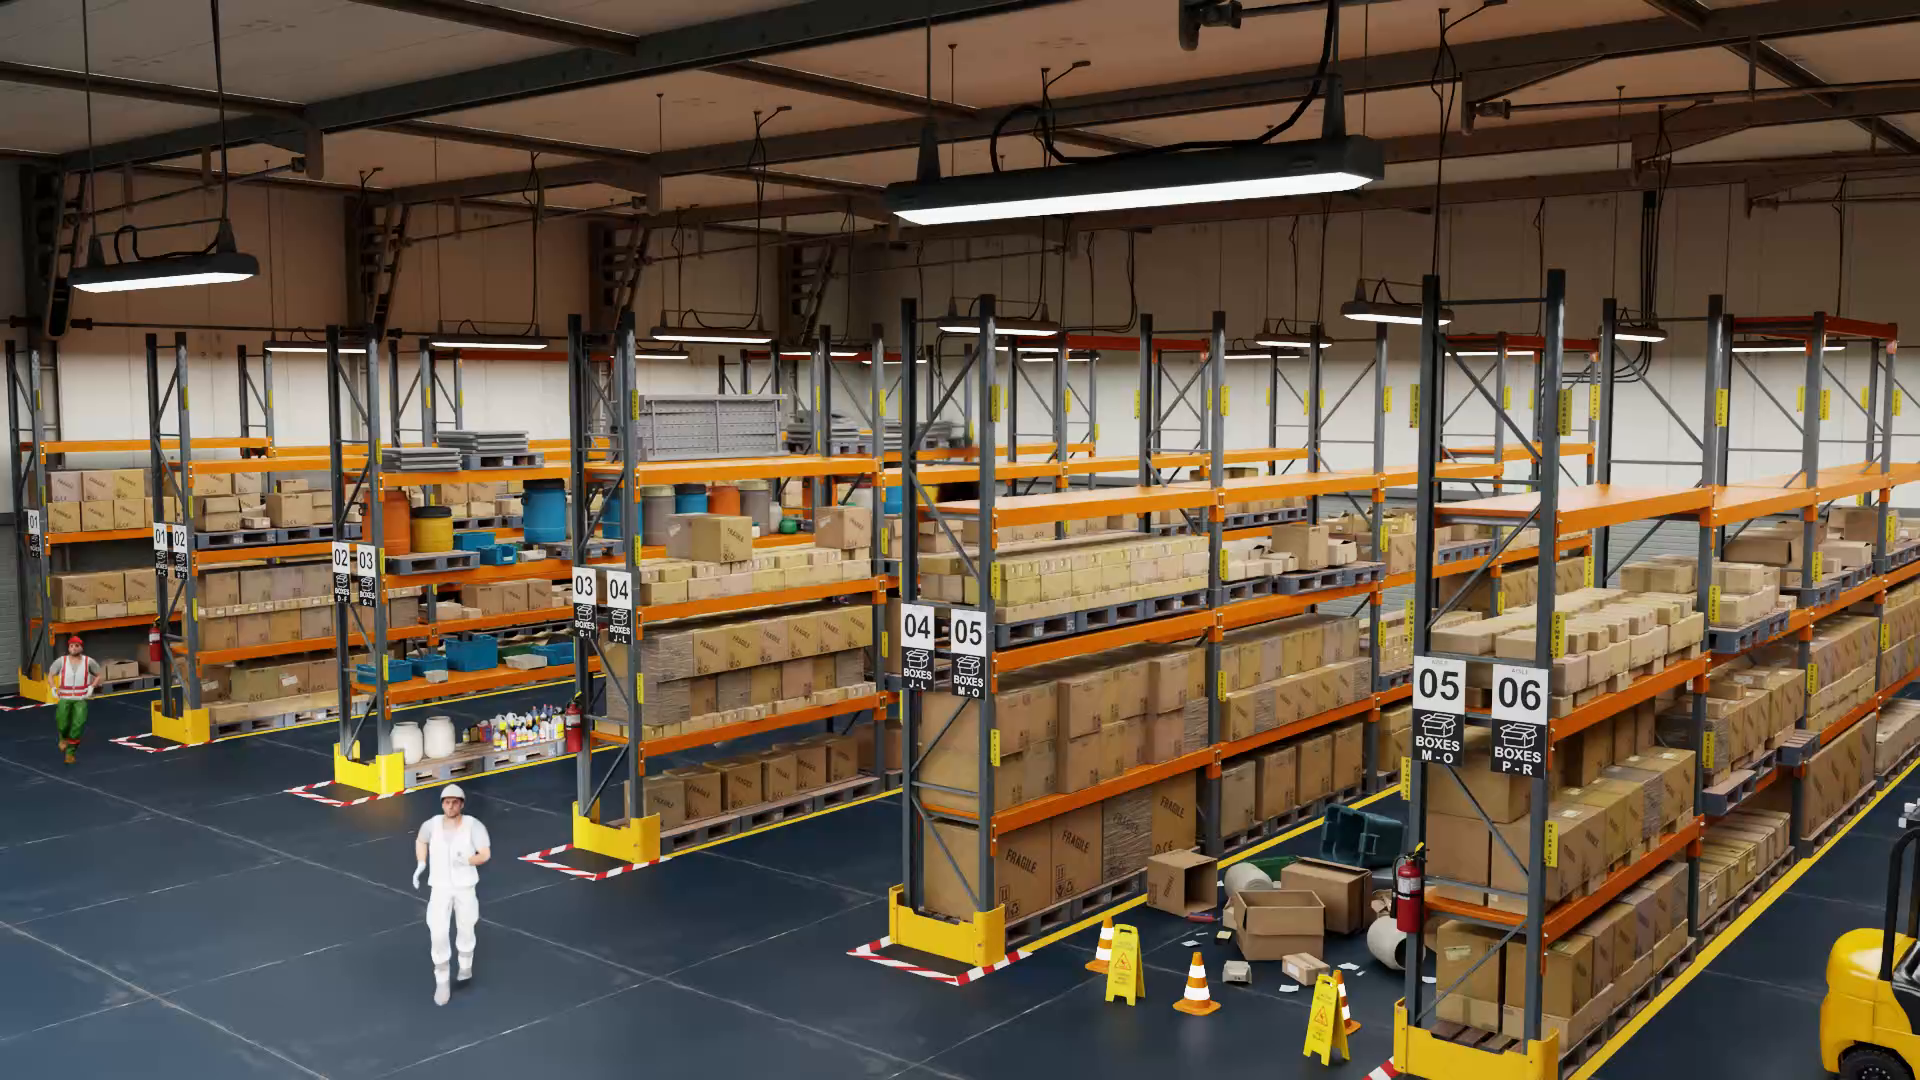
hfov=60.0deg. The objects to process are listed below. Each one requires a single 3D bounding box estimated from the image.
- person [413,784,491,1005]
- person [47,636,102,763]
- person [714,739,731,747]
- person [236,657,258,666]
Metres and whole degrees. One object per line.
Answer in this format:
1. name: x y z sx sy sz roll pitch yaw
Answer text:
1. person: -4.335 2.996 14.203 0.649 1.831 0.763 -1 5 -13
2. person: -12.388 2.210 23.298 0.680 1.742 0.632 -3 6 -26
3. person: -3.316 2.028 22.578 0.596 1.643 0.710 3 6 33
4. person: -11.628 1.927 27.277 0.524 1.637 0.710 4 7 41
